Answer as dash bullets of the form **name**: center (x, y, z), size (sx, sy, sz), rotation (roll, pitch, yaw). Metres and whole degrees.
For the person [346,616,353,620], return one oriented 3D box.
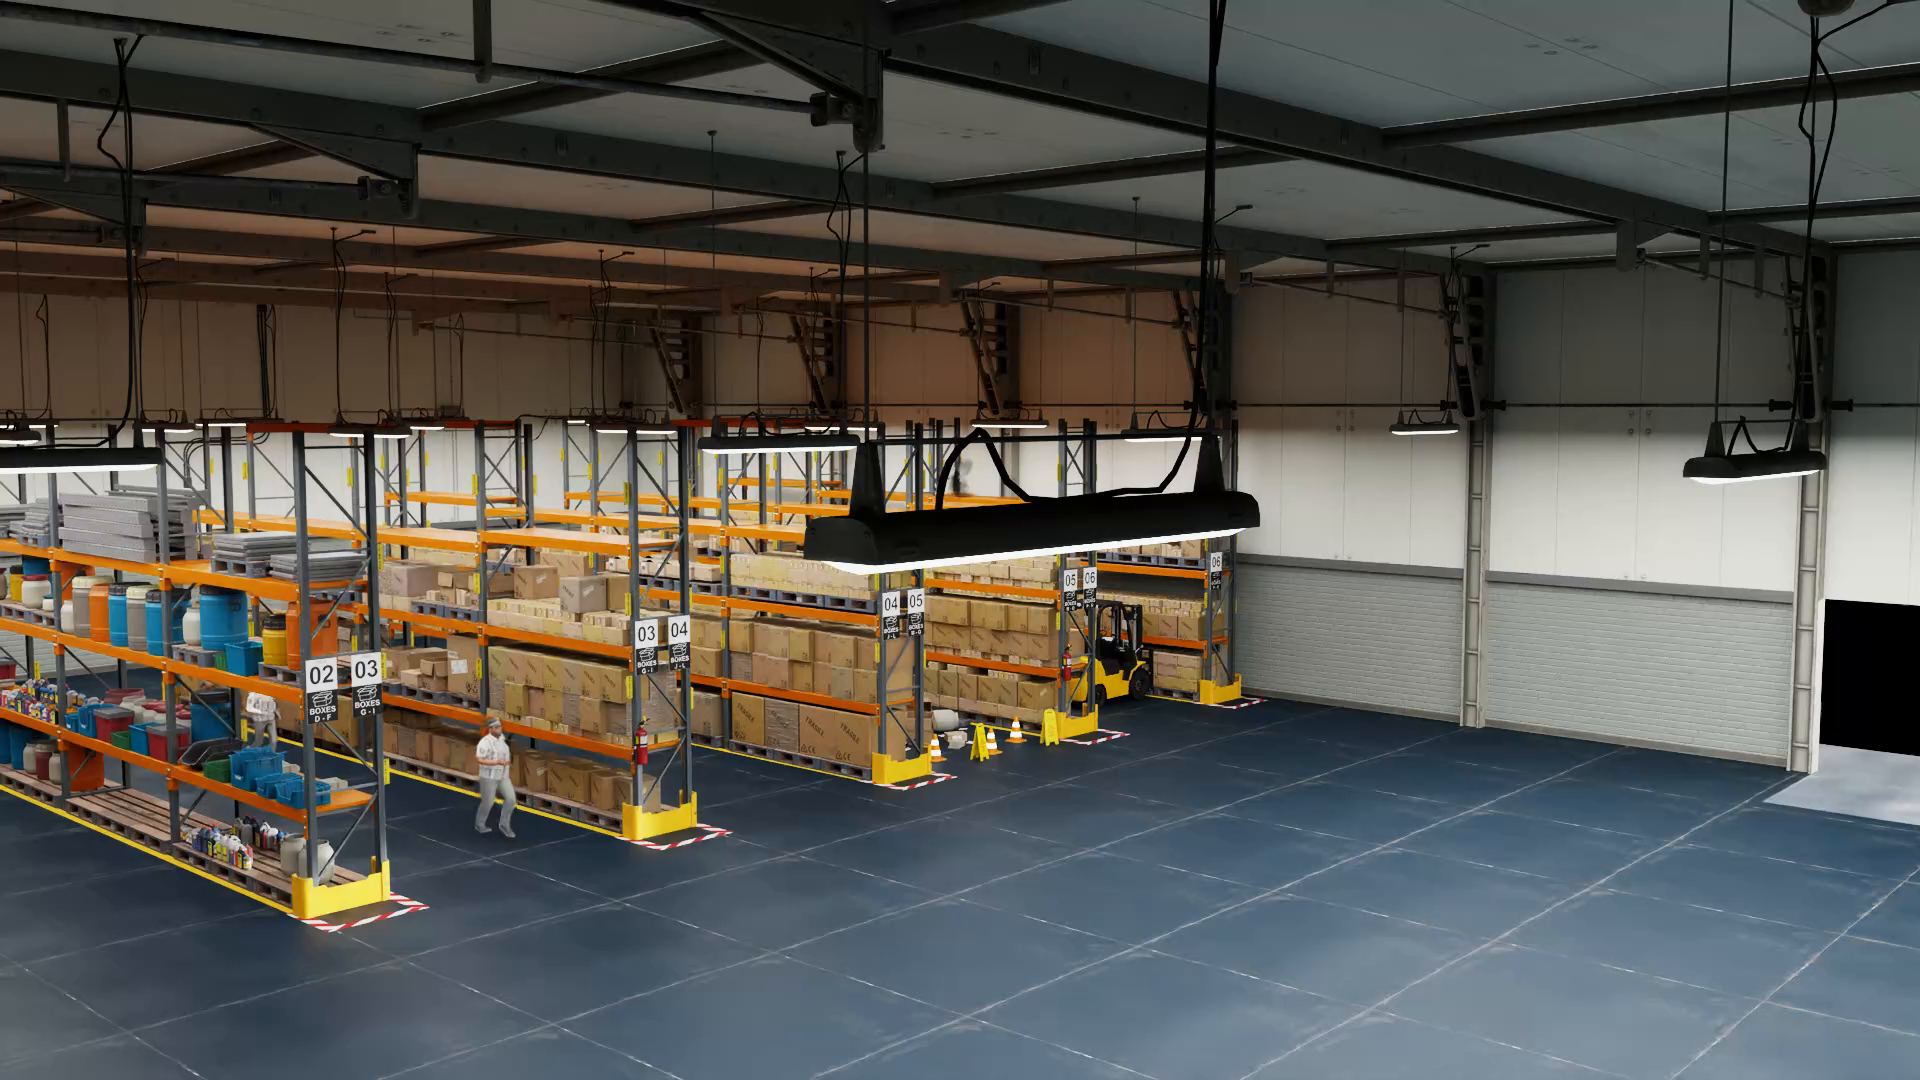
- **person**: center (-13.803, 2.506, 37.287), size (0.717, 1.572, 0.530), rotation (-3, 6, -35)

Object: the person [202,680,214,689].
- **person**: center (-13.027, 3.172, 28.843), size (0.685, 1.638, 0.607), rotation (2, 5, 26)

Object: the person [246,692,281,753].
- **person**: center (-12.101, 3.139, 28.895), size (0.801, 1.659, 0.626), rotation (4, 6, 39)

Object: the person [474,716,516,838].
- **person**: center (-6.802, 3.481, 24.286), size (0.781, 1.846, 0.640), rotation (3, 6, 33)
